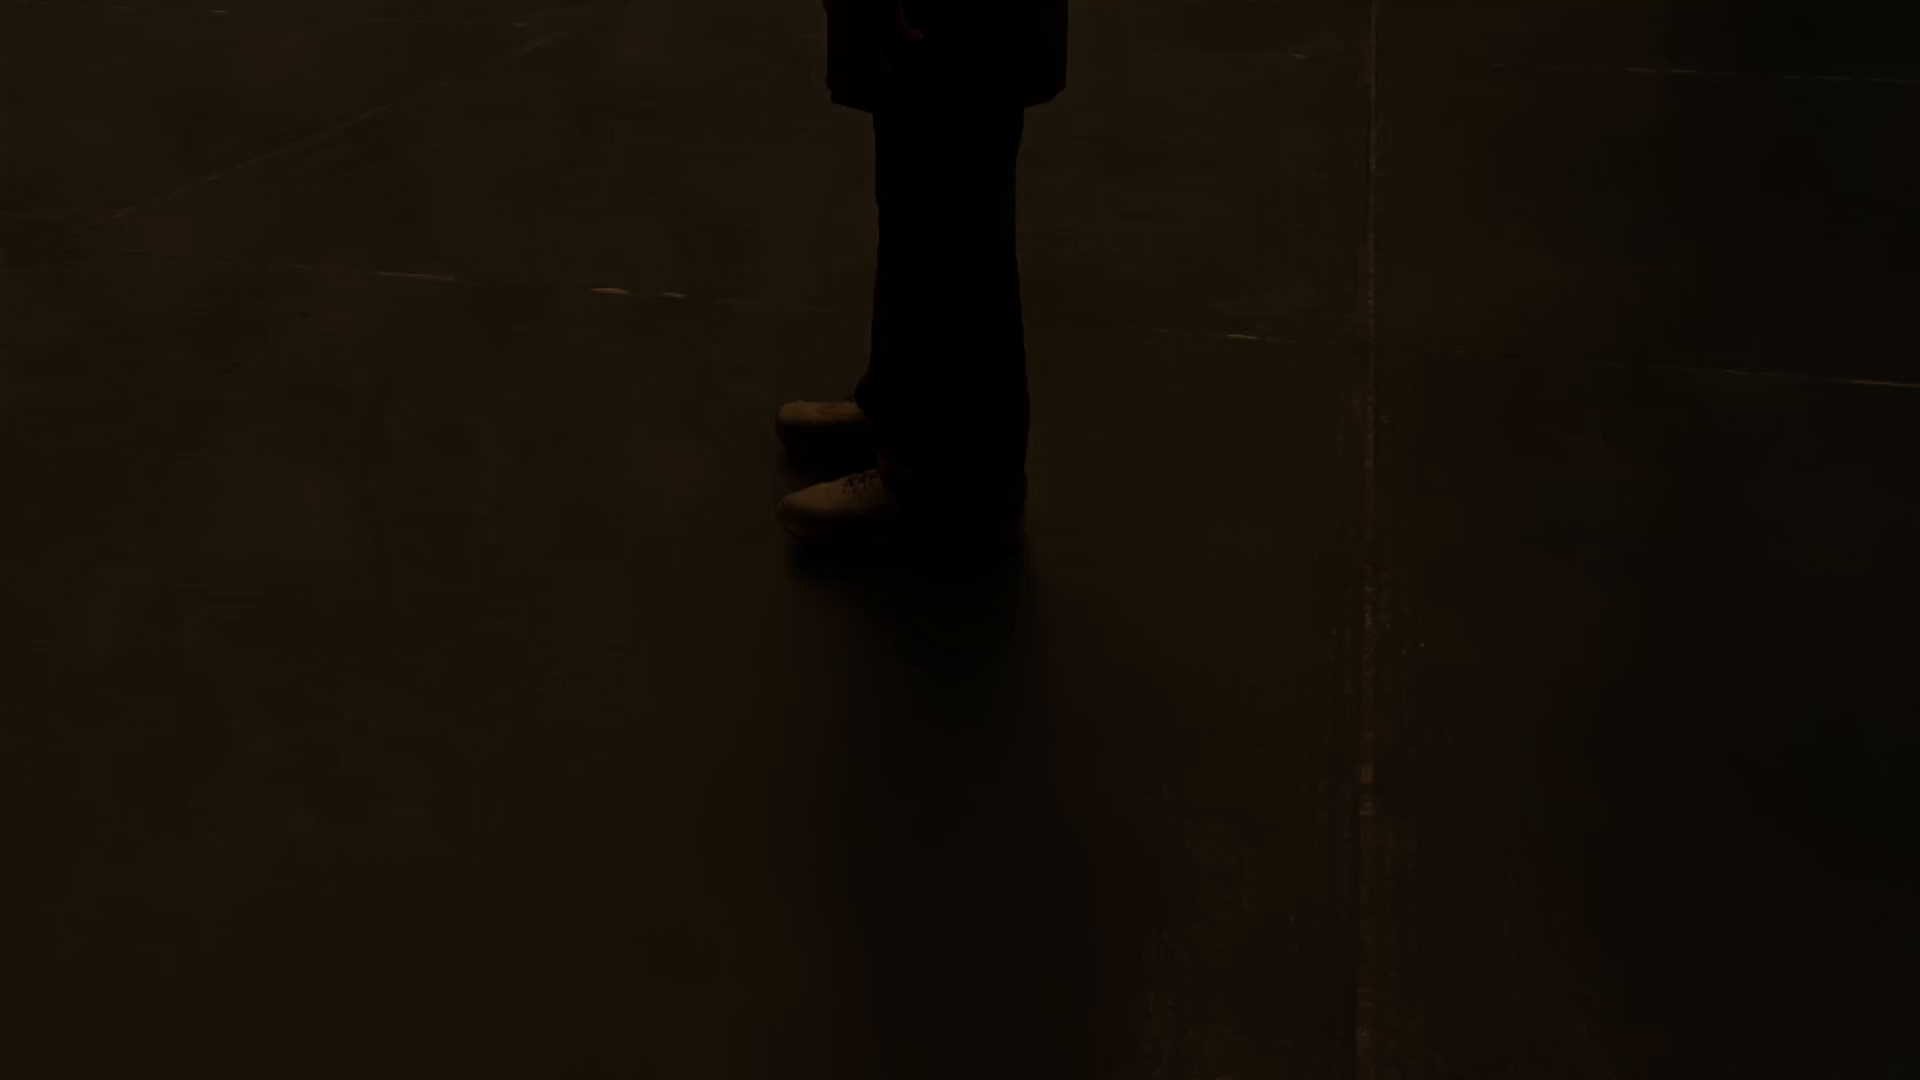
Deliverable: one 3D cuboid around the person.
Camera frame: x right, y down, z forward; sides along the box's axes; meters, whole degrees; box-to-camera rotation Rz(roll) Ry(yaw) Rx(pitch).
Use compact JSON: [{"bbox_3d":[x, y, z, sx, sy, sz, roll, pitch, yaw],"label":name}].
[{"bbox_3d":[-0.088,-0.811,2.118,0.580,1.776,0.694,6,27,11],"label":"person"}]
